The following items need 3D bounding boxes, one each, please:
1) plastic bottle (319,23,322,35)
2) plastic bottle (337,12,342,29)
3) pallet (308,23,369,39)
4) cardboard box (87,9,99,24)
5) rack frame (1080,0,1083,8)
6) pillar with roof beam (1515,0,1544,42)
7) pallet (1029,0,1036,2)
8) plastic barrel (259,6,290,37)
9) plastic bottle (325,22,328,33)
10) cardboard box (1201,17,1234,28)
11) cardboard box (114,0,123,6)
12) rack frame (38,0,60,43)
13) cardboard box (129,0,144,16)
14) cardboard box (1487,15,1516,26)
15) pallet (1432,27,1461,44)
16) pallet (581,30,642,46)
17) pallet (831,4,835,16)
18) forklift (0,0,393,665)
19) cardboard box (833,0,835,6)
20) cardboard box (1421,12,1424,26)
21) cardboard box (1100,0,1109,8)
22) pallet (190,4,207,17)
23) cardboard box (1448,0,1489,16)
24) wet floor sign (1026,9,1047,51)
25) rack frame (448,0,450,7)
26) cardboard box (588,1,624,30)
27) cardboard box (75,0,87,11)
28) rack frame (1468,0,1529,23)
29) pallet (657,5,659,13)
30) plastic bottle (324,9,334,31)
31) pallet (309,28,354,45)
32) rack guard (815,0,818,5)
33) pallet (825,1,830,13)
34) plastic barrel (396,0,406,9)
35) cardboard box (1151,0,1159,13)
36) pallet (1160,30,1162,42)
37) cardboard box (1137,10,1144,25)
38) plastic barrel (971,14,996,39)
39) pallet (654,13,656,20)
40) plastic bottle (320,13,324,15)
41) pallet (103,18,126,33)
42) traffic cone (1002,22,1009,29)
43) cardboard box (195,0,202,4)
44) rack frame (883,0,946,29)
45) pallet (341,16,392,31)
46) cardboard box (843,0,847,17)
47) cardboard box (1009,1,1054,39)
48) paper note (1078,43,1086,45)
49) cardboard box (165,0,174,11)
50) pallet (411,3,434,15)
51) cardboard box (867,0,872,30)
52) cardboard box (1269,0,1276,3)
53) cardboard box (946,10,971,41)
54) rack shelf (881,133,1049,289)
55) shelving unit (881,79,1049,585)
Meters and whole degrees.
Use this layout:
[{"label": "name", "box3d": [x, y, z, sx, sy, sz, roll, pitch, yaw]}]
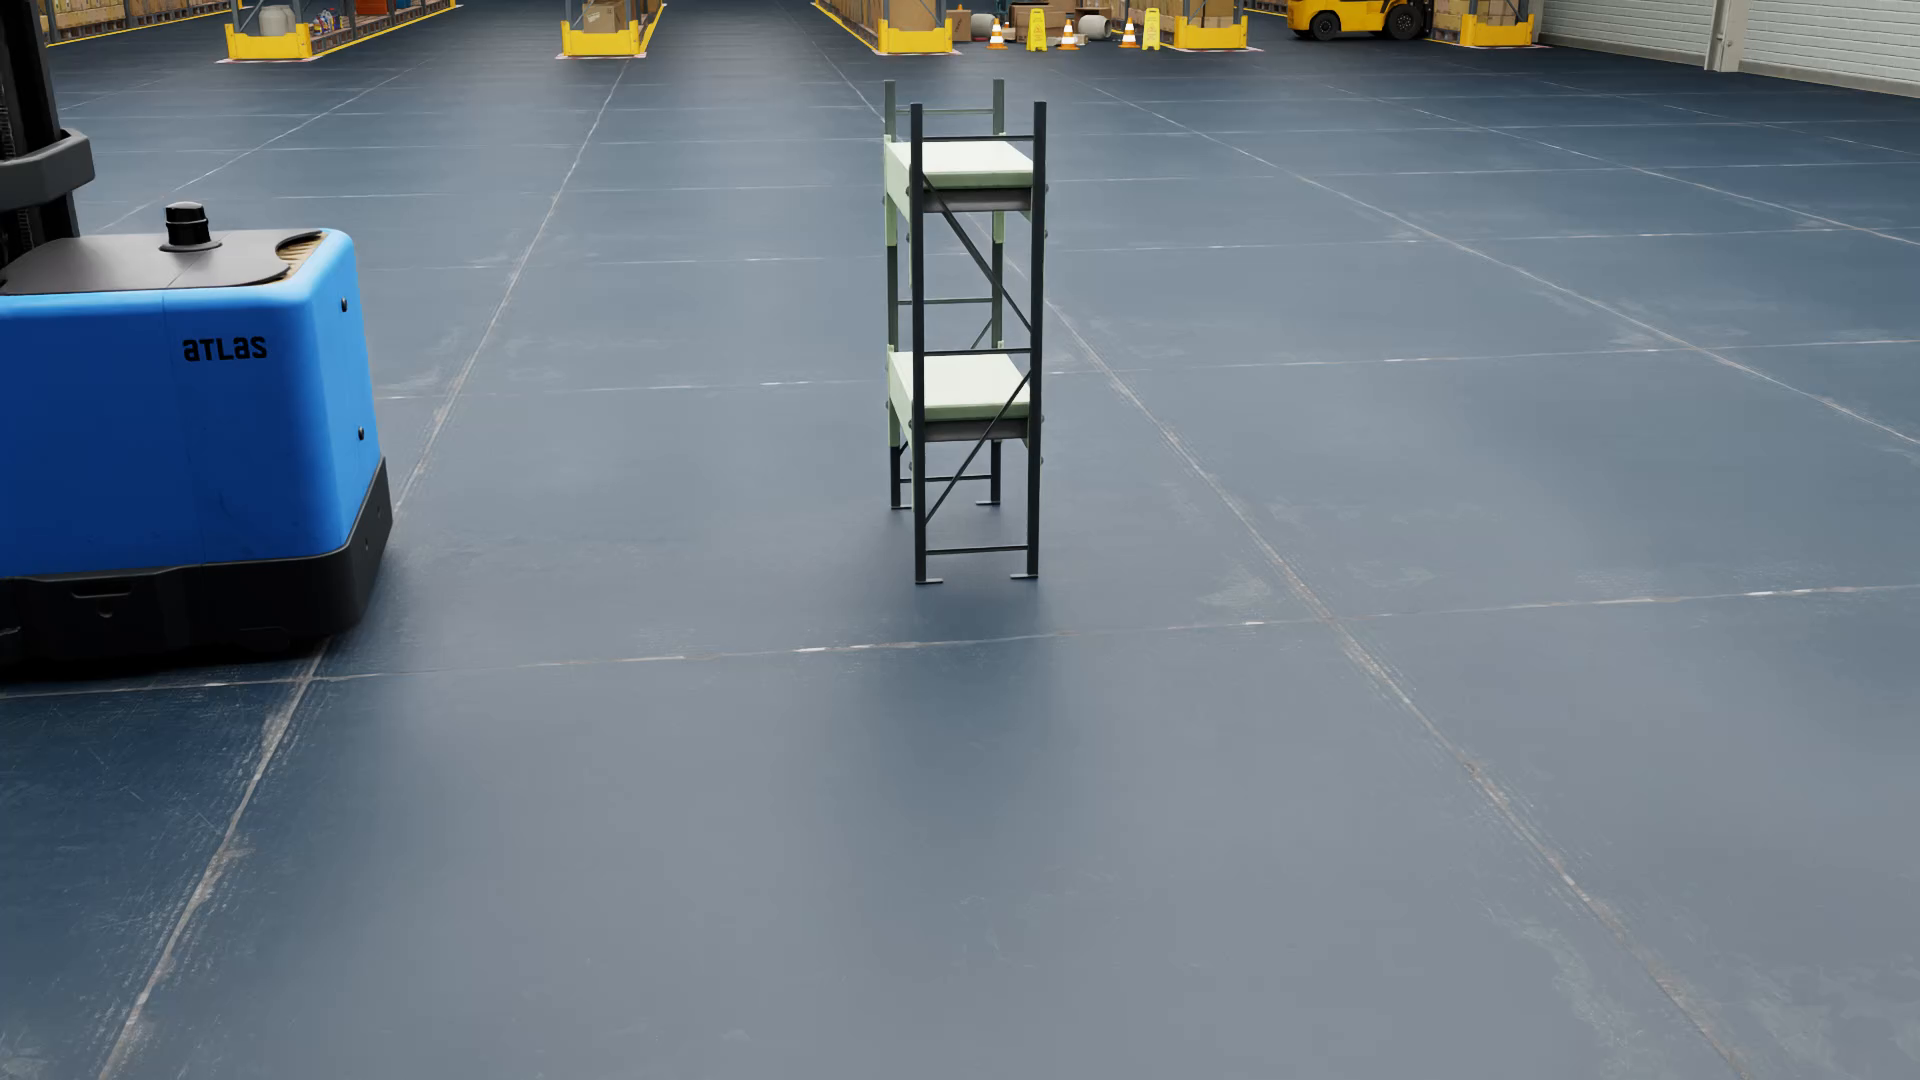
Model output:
[{"label": "plastic bottle", "box3d": [-10.514, -8.383, 27.245, 0.097, 0.201, 0.097, 0, 20, 0]}, {"label": "plastic bottle", "box3d": [-10.726, -8.977, 28.719, 0.061, 0.283, 0.133, -2, 21, -5]}, {"label": "pallet", "box3d": [-11.274, -9.157, 29.932, 1.003, 0.211, 1.213, -3, 21, -8]}, {"label": "cardboard box", "box3d": [-16.060, -9.538, 30.297, 0.500, 0.250, 0.500, -3, 21, -7]}, {"label": "rack frame", "box3d": [3.009, -12.328, 34.437, 1.000, 3.000, 0.127, -3, 21, -8]}, {"label": "pillar with roof beam", "box3d": [5.605, -12.690, 26.831, 9.100, 9.000, 0.400, -3, 21, -8]}, {"label": "pallet", "box3d": [2.221, -13.097, 40.482, 1.003, 0.211, 1.213, -3, 21, -8]}, {"label": "plastic barrel", "box3d": [-10.716, -8.064, 25.975, 0.421, 0.512, 0.421, 0, 20, 0]}, {"label": "plastic bottle", "box3d": [-10.577, -8.535, 27.652, 0.097, 0.201, 0.097, 0, 20, 0]}, {"label": "cardboard box", "box3d": [4.319, -8.760, 28.214, 0.500, 0.250, 0.500, -3, 21, -8]}, {"label": "cardboard box", "box3d": [-16.282, -10.332, 31.622, 0.500, 0.311, 0.500, -2, 21, -6]}, {"label": "rack frame", "box3d": [-16.024, -9.945, 28.056, 1.000, 3.000, 0.127, -3, 21, -8]}, {"label": "cardboard box", "box3d": [-16.384, -10.537, 32.585, 0.500, 0.500, 0.500, -2, 21, -5]}, {"label": "cardboard box", "box3d": [9.196, -8.899, 28.584, 0.500, 0.250, 0.500, -3, 21, -8]}, {"label": "pallet", "box3d": [8.922, -8.766, 28.886, 1.003, 0.211, 1.213, -3, 21, -8]}, {"label": "pallet", "box3d": [-5.910, -8.483, 28.127, 1.003, 0.211, 1.213, -3, 21, -8]}, {"label": "pallet", "box3d": [-2.338, -11.853, 37.149, 1.003, 0.211, 1.213, -3, 21, -8]}, {"label": "forklift", "box3d": [-3.331, -1.111, 4.503, 3.031, 2.935, 1.130, -4, 21, -11]}, {"label": "cardboard box", "box3d": [-2.529, -12.002, 36.536, 0.500, 0.500, 0.500, -2, 21, -5]}, {"label": "cardboard box", "box3d": [8.470, -9.390, 29.901, 0.500, 0.250, 0.500, -2, 21, -6]}, {"label": "cardboard box", "box3d": [3.298, -10.580, 32.911, 0.950, 0.372, 0.625, -2, 21, -6]}, {"label": "pallet", "box3d": [-17.276, -11.646, 36.597, 1.003, 0.211, 1.213, -3, 21, -8]}, {"label": "cardboard box", "box3d": [8.694, -9.106, 28.424, 0.500, 0.250, 0.500, -3, 21, -8]}, {"label": "wet floor sign", "box3d": [1.242, -8.261, 26.911, 0.267, 0.644, 0.232, -7, 21, -17]}, {"label": "rack frame", "box3d": [-12.852, -14.348, 39.846, 1.000, 3.000, 0.127, -3, 21, -8]}, {"label": "cardboard box", "box3d": [-5.909, -8.724, 27.760, 0.500, 0.500, 0.500, -1, 21, -3]}, {"label": "cardboard box", "box3d": [-15.980, -9.625, 29.727, 0.500, 0.311, 0.500, -4, 21, -10]}, {"label": "rack frame", "box3d": [9.073, -9.810, 27.695, 1.000, 3.000, 0.127, -3, 21, -8]}, {"label": "pallet", "box3d": [-7.406, -12.174, 38.010, 1.003, 0.211, 1.213, -3, 21, -8]}, {"label": "plastic bottle", "box3d": [-10.670, -8.772, 28.073, 0.144, 0.351, 0.185, -3, 21, -8]}, {"label": "pallet", "box3d": [-11.067, -8.653, 28.581, 1.003, 0.211, 1.213, -3, 21, -8]}, {"label": "rack guard", "box3d": [-3.017, -13.616, 41.458, 1.175, 0.500, 0.348, -3, 21, -8]}, {"label": "pallet", "box3d": [-2.583, -12.353, 38.489, 1.003, 0.211, 1.213, -3, 21, -8]}, {"label": "plastic barrel", "box3d": [-12.112, -11.743, 35.269, 0.600, 0.901, 0.708, -3, 21, -8]}, {"label": "cardboard box", "box3d": [3.644, -9.438, 28.957, 0.500, 0.500, 0.500, -3, 21, -9]}, {"label": "pallet", "box3d": [3.896, -8.983, 29.466, 1.003, 0.211, 1.213, -3, 21, -8]}, {"label": "cardboard box", "box3d": [3.491, -9.450, 30.060, 0.500, 0.250, 0.500, -2, 21, -5]}, {"label": "plastic barrel", "box3d": [0.383, -9.136, 29.573, 0.512, 0.421, 0.421, 12, 24, 30]}, {"label": "pallet", "box3d": [-7.009, -11.220, 35.456, 1.003, 0.211, 1.213, -3, 21, -8]}, {"label": "plastic bottle", "box3d": [-10.859, -8.833, 28.342, 0.152, 0.276, 0.135, -3, 21, -8]}, {"label": "pallet", "box3d": [-16.521, -9.737, 31.484, 1.003, 0.211, 1.213, -3, 21, -8]}, {"label": "traffic cone", "box3d": [0.990, -10.164, 32.267, 0.336, 0.463, 0.334, -3, 21, -8]}, {"label": "cardboard box", "box3d": [-17.159, -12.049, 37.110, 0.380, 0.166, 0.250, -3, 21, -8]}, {"label": "rack frame", "box3d": [-0.722, -9.274, 26.259, 1.000, 3.000, 0.127, -3, 21, -8]}, {"label": "pallet", "box3d": [-11.626, -10.002, 32.194, 1.003, 0.211, 1.213, -3, 21, -8]}, {"label": "cardboard box", "box3d": [-1.747, -10.669, 32.608, 1.050, 0.750, 0.750, -3, 21, -7]}, {"label": "cardboard box", "box3d": [1.261, -9.256, 29.586, 0.797, 0.637, 0.503, -3, 21, -8]}, {"label": "paper note", "box3d": [2.056, -8.394, 28.148, 0.148, 0.019, 0.142, -11, 23, -26]}, {"label": "cardboard box", "box3d": [-16.688, -11.248, 34.490, 0.500, 0.500, 0.500, -3, 21, -7]}, {"label": "pallet", "box3d": [-12.420, -11.910, 37.302, 1.003, 0.211, 1.213, -3, 21, -8]}, {"label": "cardboard box", "box3d": [-1.143, -9.327, 28.837, 0.875, 0.875, 0.875, -3, 21, -7]}, {"label": "cardboard box", "box3d": [7.345, -12.455, 37.748, 0.500, 0.500, 0.500, -4, 21, -9]}, {"label": "cardboard box", "box3d": [-0.059, -9.003, 29.103, 0.500, 0.500, 0.500, 1, 20, 2]}, {"label": "rack shelf", "box3d": [0.001, -1.066, 5.311, 0.431, 0.370, 0.720, -3, 21, -8]}, {"label": "shelving unit", "box3d": [0.001, -0.700, 5.448, 0.431, 1.500, 0.755, -3, 21, -8]}]
